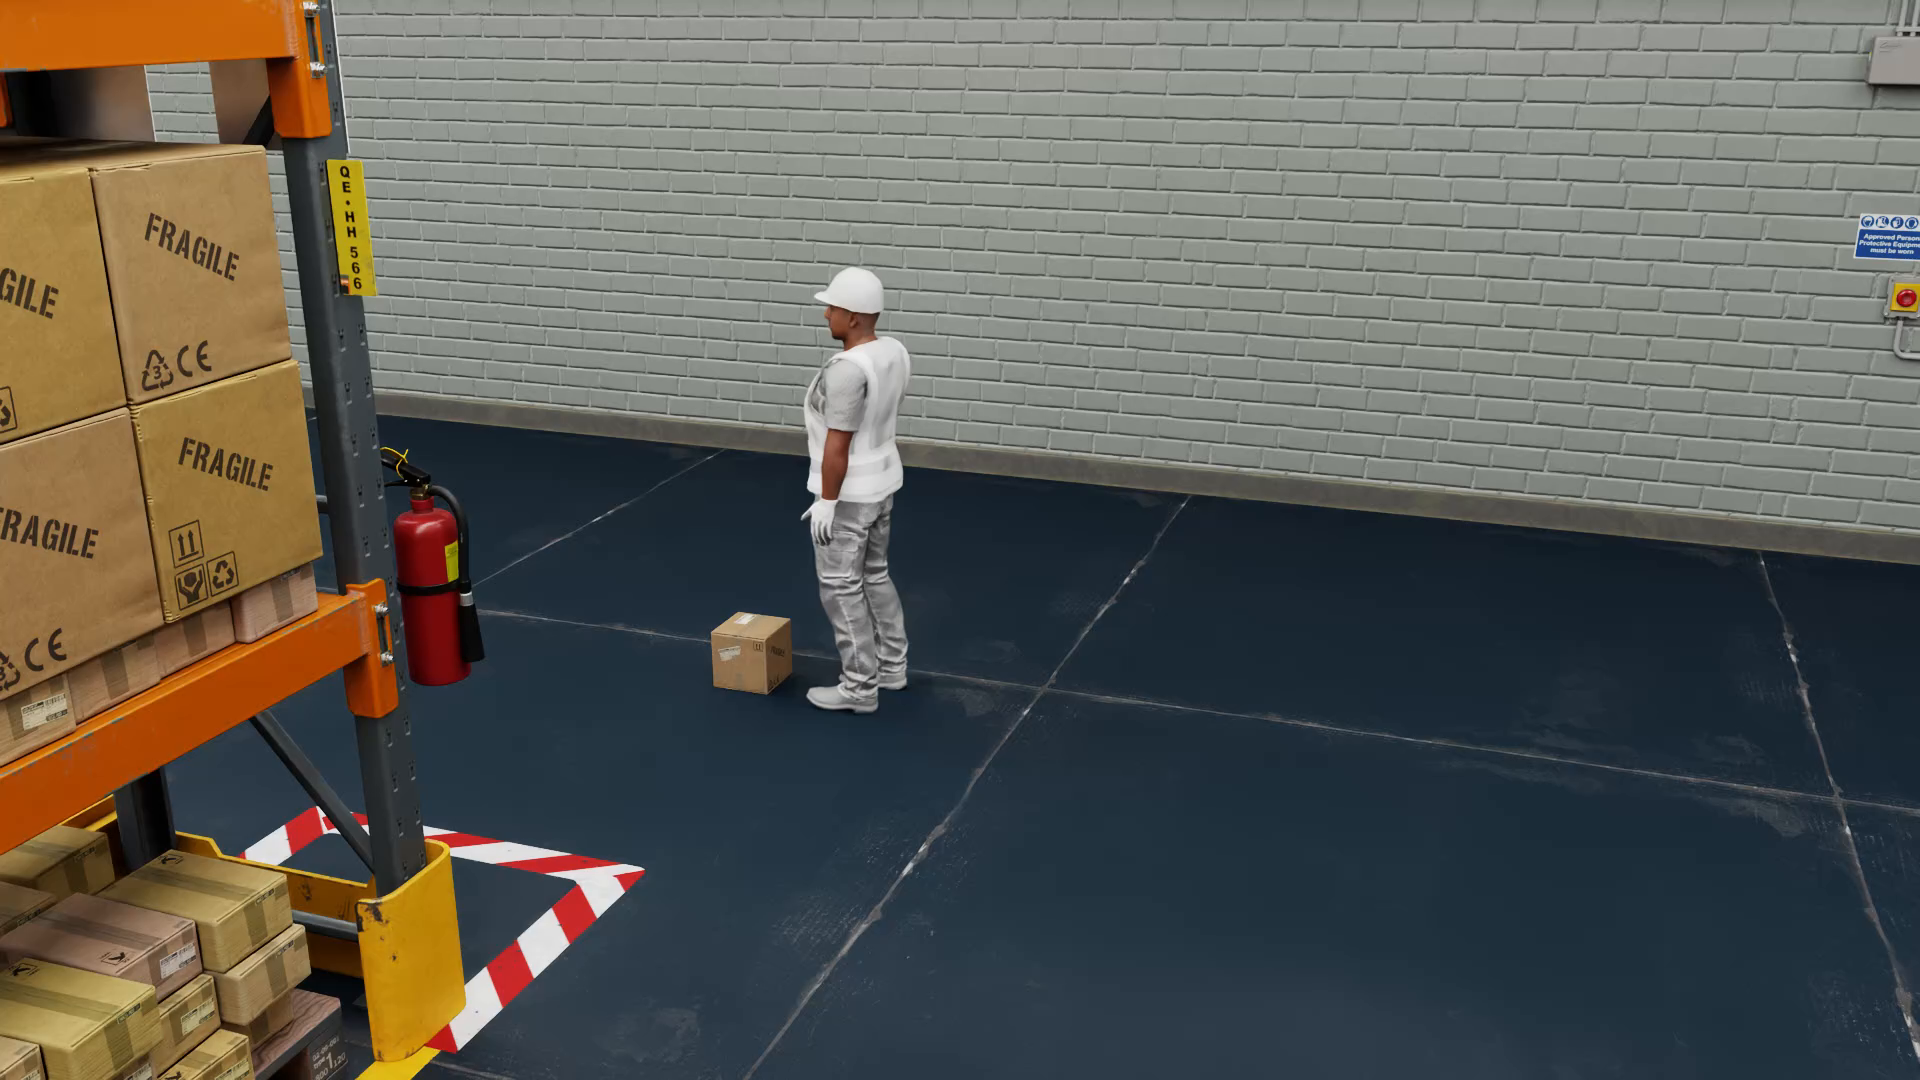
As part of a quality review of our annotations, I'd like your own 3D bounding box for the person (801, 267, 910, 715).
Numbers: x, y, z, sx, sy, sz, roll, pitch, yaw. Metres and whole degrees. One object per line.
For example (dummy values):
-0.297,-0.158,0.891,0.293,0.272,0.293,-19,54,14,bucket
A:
-0.420,-0.181,6.605,0.361,1.801,0.545,7,20,20,person
